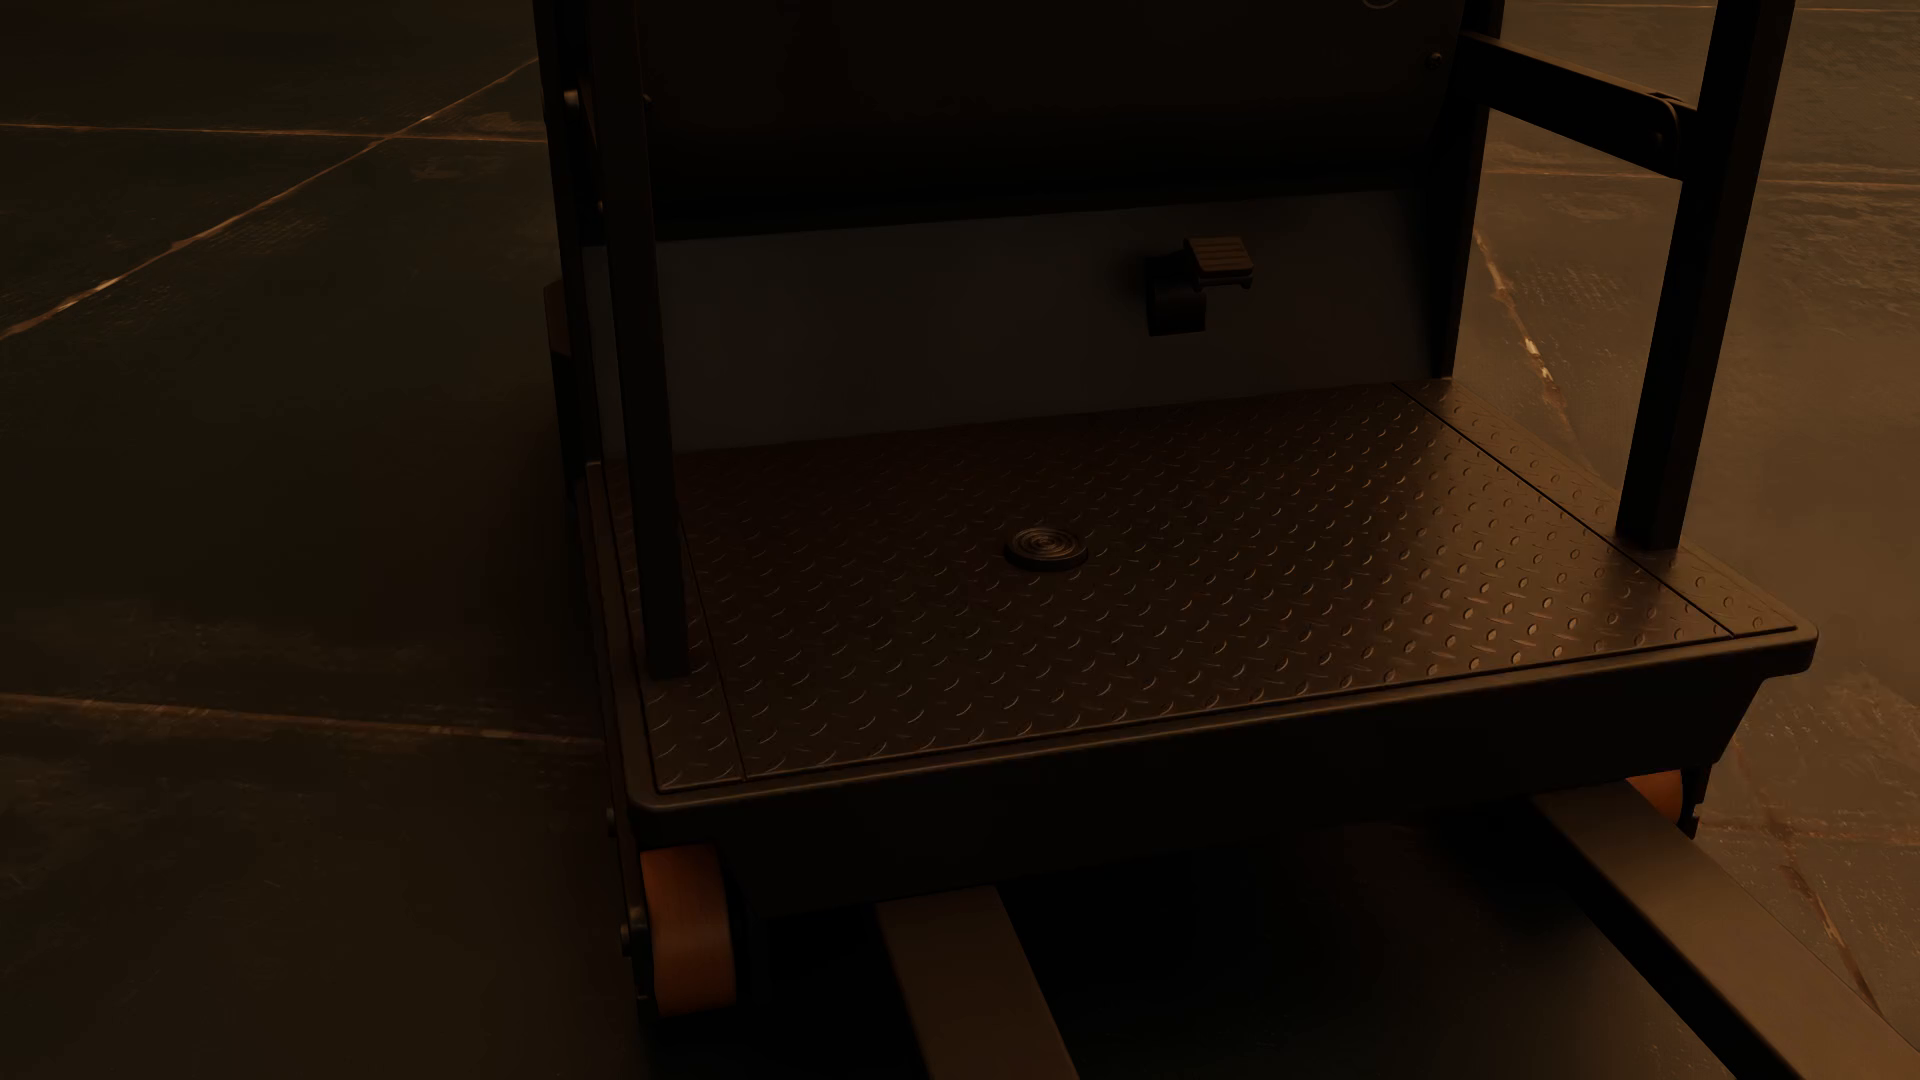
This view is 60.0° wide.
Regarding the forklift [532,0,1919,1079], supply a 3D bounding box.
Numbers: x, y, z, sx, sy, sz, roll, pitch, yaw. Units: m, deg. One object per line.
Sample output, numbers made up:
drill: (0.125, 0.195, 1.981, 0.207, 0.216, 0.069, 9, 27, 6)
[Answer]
forklift: (0.153, -1.049, 1.319, 1.130, 2.935, 3.031, -7, 27, -13)
